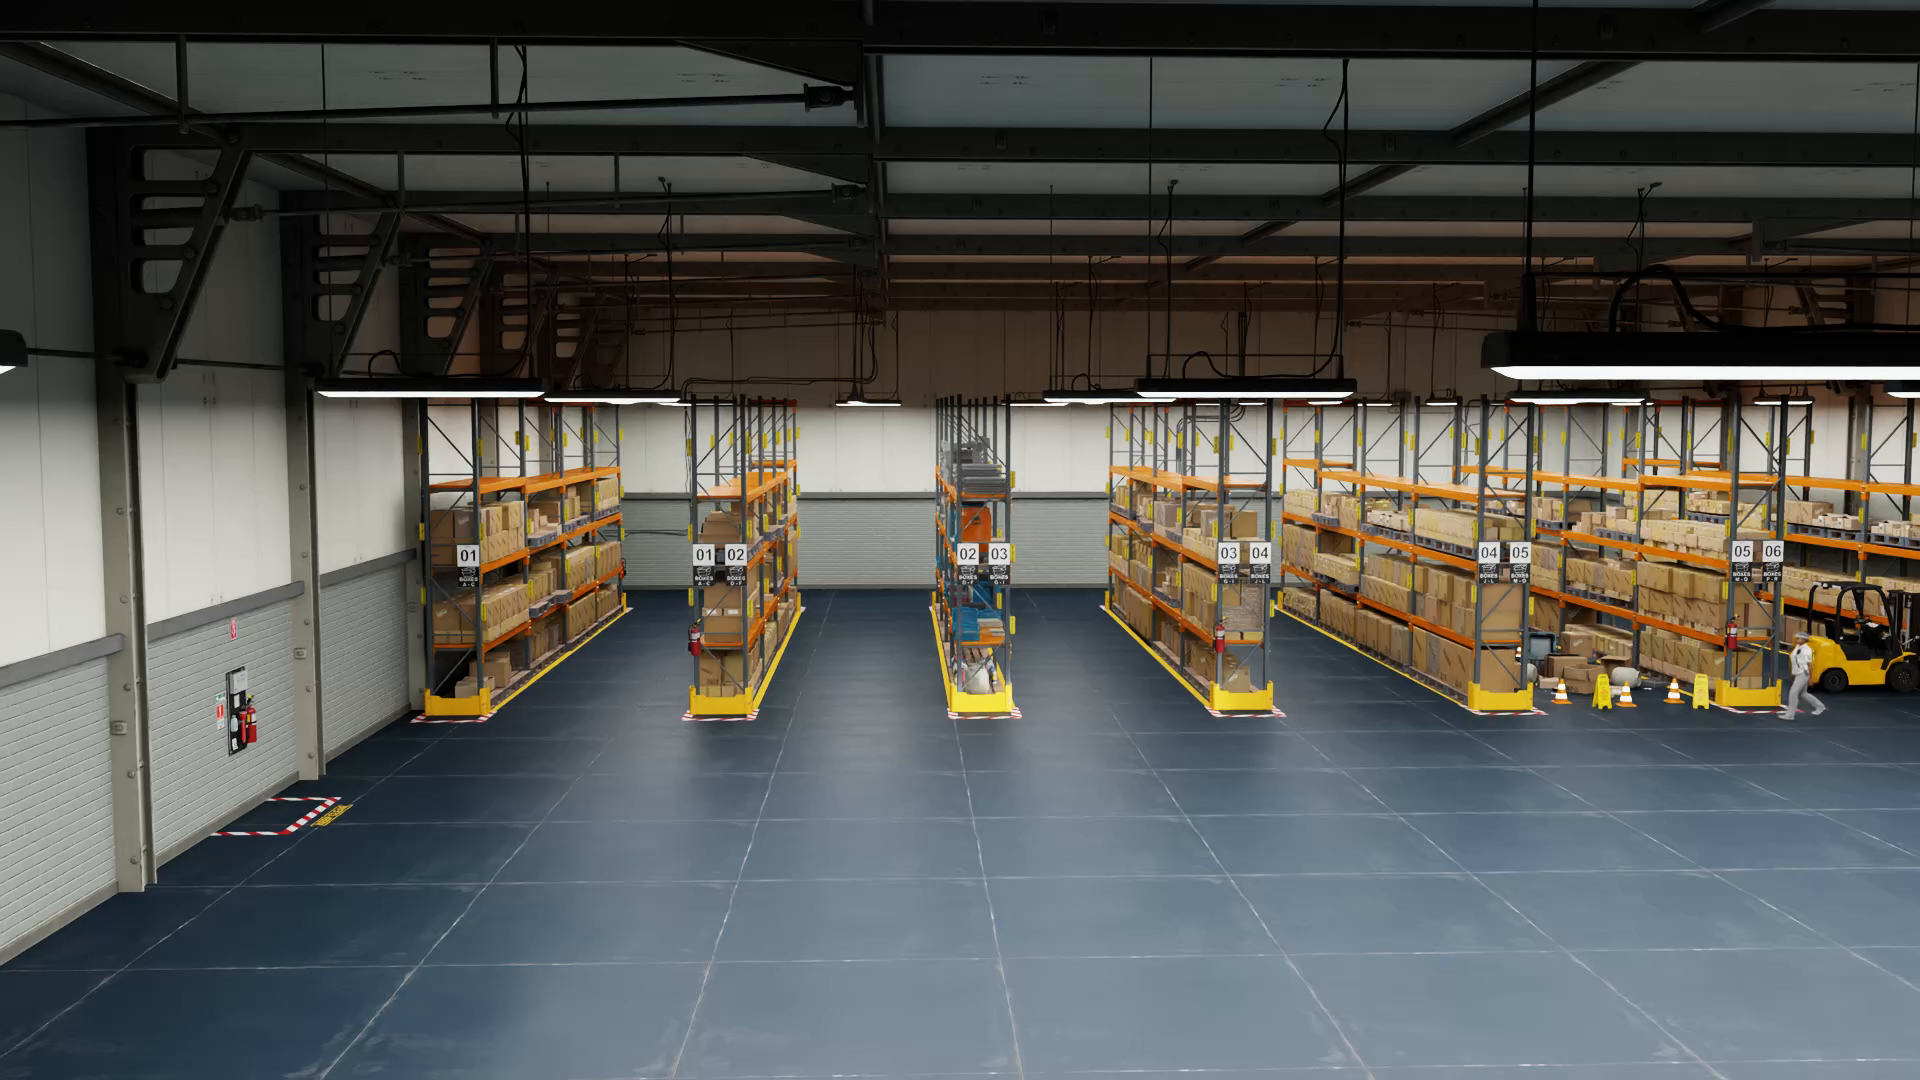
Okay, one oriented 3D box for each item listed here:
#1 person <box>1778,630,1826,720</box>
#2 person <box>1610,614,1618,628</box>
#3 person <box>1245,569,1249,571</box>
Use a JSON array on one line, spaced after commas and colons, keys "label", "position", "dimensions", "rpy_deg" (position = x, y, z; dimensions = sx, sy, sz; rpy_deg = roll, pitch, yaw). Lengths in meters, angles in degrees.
[{"label": "person", "position": [15.544, 2.481, 30.616], "dimensions": [0.965, 1.642, 0.446], "rpy_deg": [0, 4, -1]}, {"label": "person", "position": [16.909, 1.479, 43.514], "dimensions": [0.518, 1.595, 1.045], "rpy_deg": [0, 5, -2]}, {"label": "person", "position": [8.892, 0.782, 51.718], "dimensions": [0.942, 1.737, 0.557], "rpy_deg": [-3, 5, -31]}]
